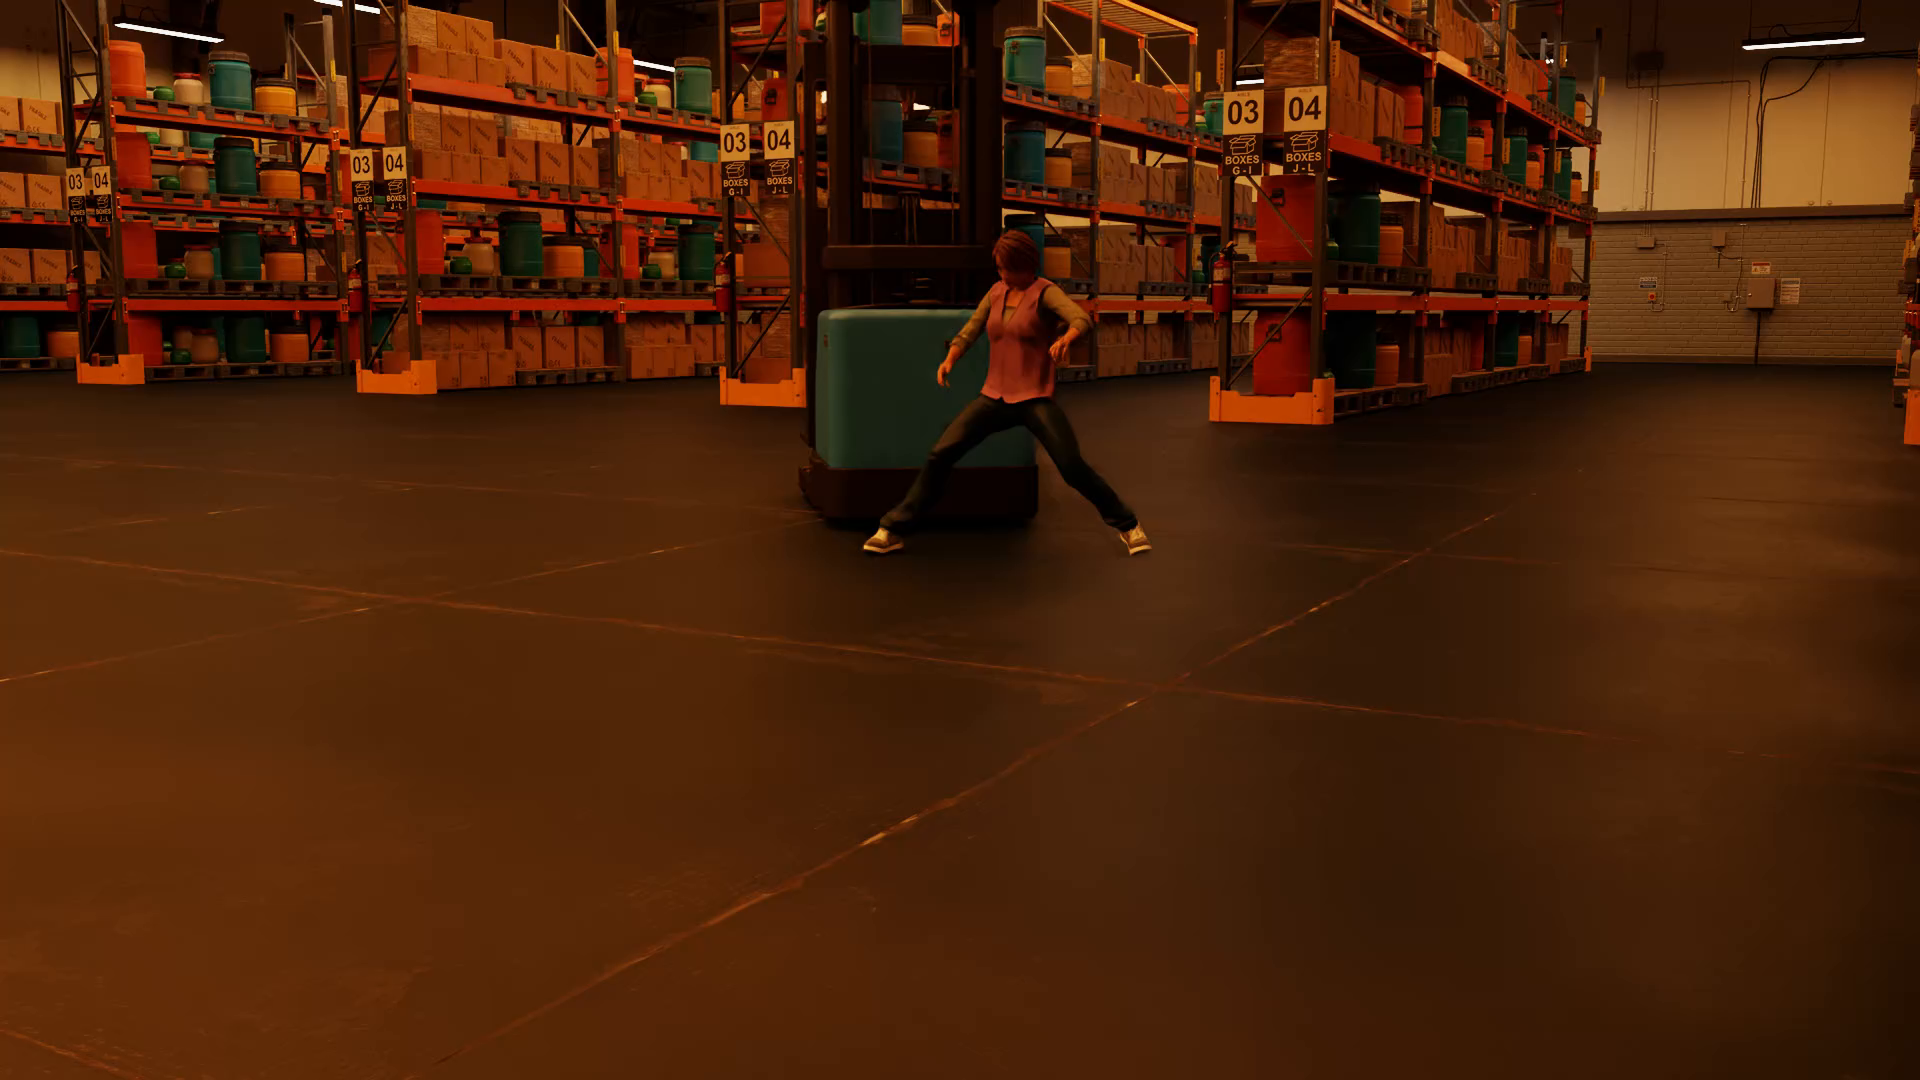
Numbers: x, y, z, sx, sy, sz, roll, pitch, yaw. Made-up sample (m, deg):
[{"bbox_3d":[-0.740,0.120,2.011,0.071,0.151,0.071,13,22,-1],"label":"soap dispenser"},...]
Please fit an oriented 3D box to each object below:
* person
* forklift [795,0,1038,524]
[{"bbox_3d":[0.227,-0.627,7.236,1.084,1.390,0.862,5,10,34],"label":"person"},{"bbox_3d":[-0.350,-1.700,9.409,1.130,2.935,3.031,-1,8,-9],"label":"forklift"}]
